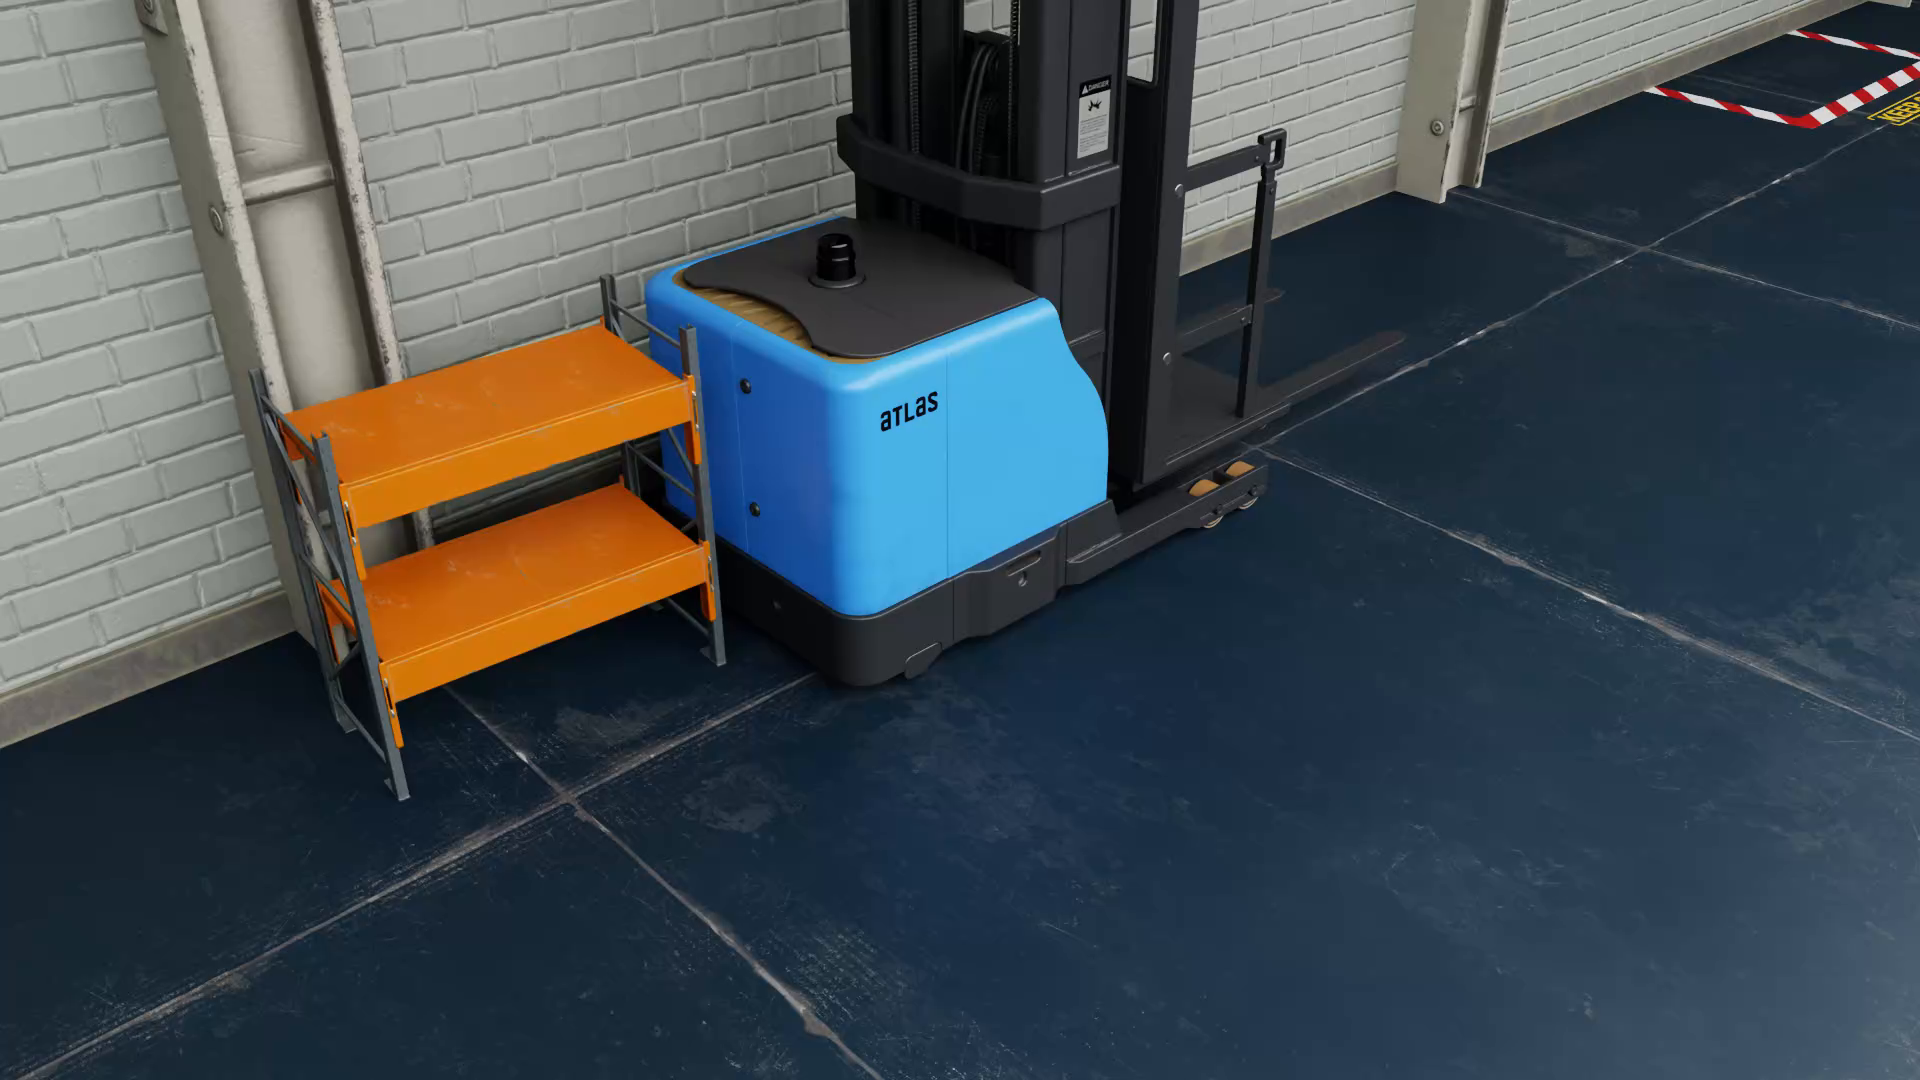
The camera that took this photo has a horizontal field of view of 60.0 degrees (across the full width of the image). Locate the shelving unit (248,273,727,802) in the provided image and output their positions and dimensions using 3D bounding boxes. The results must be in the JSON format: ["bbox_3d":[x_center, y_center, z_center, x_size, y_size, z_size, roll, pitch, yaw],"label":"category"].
[{"bbox_3d":[-1.286,-0.031,4.722,1.048,1.125,0.538,-22,38,-32],"label":"shelving unit"}]

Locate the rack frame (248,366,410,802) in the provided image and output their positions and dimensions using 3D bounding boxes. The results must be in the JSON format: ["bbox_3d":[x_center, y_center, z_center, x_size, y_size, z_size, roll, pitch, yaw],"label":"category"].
[{"bbox_3d":[-1.684,0.134,4.453,0.032,1.125,0.500,-22,38,-32],"label":"rack frame"}]

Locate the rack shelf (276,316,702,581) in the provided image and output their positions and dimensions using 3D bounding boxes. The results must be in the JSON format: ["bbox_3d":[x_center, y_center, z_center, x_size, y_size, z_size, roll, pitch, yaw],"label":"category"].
[{"bbox_3d":[-1.286,-0.280,4.569,1.000,0.278,0.538,-22,38,-32],"label":"rack shelf"}]

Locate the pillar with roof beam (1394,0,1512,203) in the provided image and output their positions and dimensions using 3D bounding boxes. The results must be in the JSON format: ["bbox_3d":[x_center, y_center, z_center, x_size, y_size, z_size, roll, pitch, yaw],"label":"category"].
[{"bbox_3d":[5.445,-4.060,3.764,0.400,9.000,9.100,-26,40,-35],"label":"pillar with roof beam"}]

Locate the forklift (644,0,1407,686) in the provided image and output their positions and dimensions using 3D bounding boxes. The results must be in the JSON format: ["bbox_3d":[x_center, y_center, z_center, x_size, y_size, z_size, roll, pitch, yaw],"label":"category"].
[{"bbox_3d":[0.457,-1.471,5.346,3.031,2.935,1.130,-26,40,-35],"label":"forklift"}]

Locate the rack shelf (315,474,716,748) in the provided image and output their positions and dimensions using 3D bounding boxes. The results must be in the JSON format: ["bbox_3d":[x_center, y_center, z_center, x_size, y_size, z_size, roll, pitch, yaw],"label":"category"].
[{"bbox_3d":[-1.286,0.178,4.850,1.000,0.278,0.538,-22,38,-32],"label":"rack shelf"}]

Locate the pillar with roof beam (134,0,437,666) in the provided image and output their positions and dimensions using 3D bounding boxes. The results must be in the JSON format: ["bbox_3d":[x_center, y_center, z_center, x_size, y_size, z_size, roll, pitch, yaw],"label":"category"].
[{"bbox_3d":[1.045,-1.932,0.284,0.400,9.000,9.100,-26,40,-35],"label":"pillar with roof beam"}]

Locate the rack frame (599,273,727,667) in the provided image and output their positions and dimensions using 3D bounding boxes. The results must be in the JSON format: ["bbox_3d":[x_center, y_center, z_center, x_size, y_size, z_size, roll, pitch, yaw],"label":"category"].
[{"bbox_3d":[-0.887,-0.196,4.992,0.032,1.125,0.500,-22,38,-32],"label":"rack frame"}]
